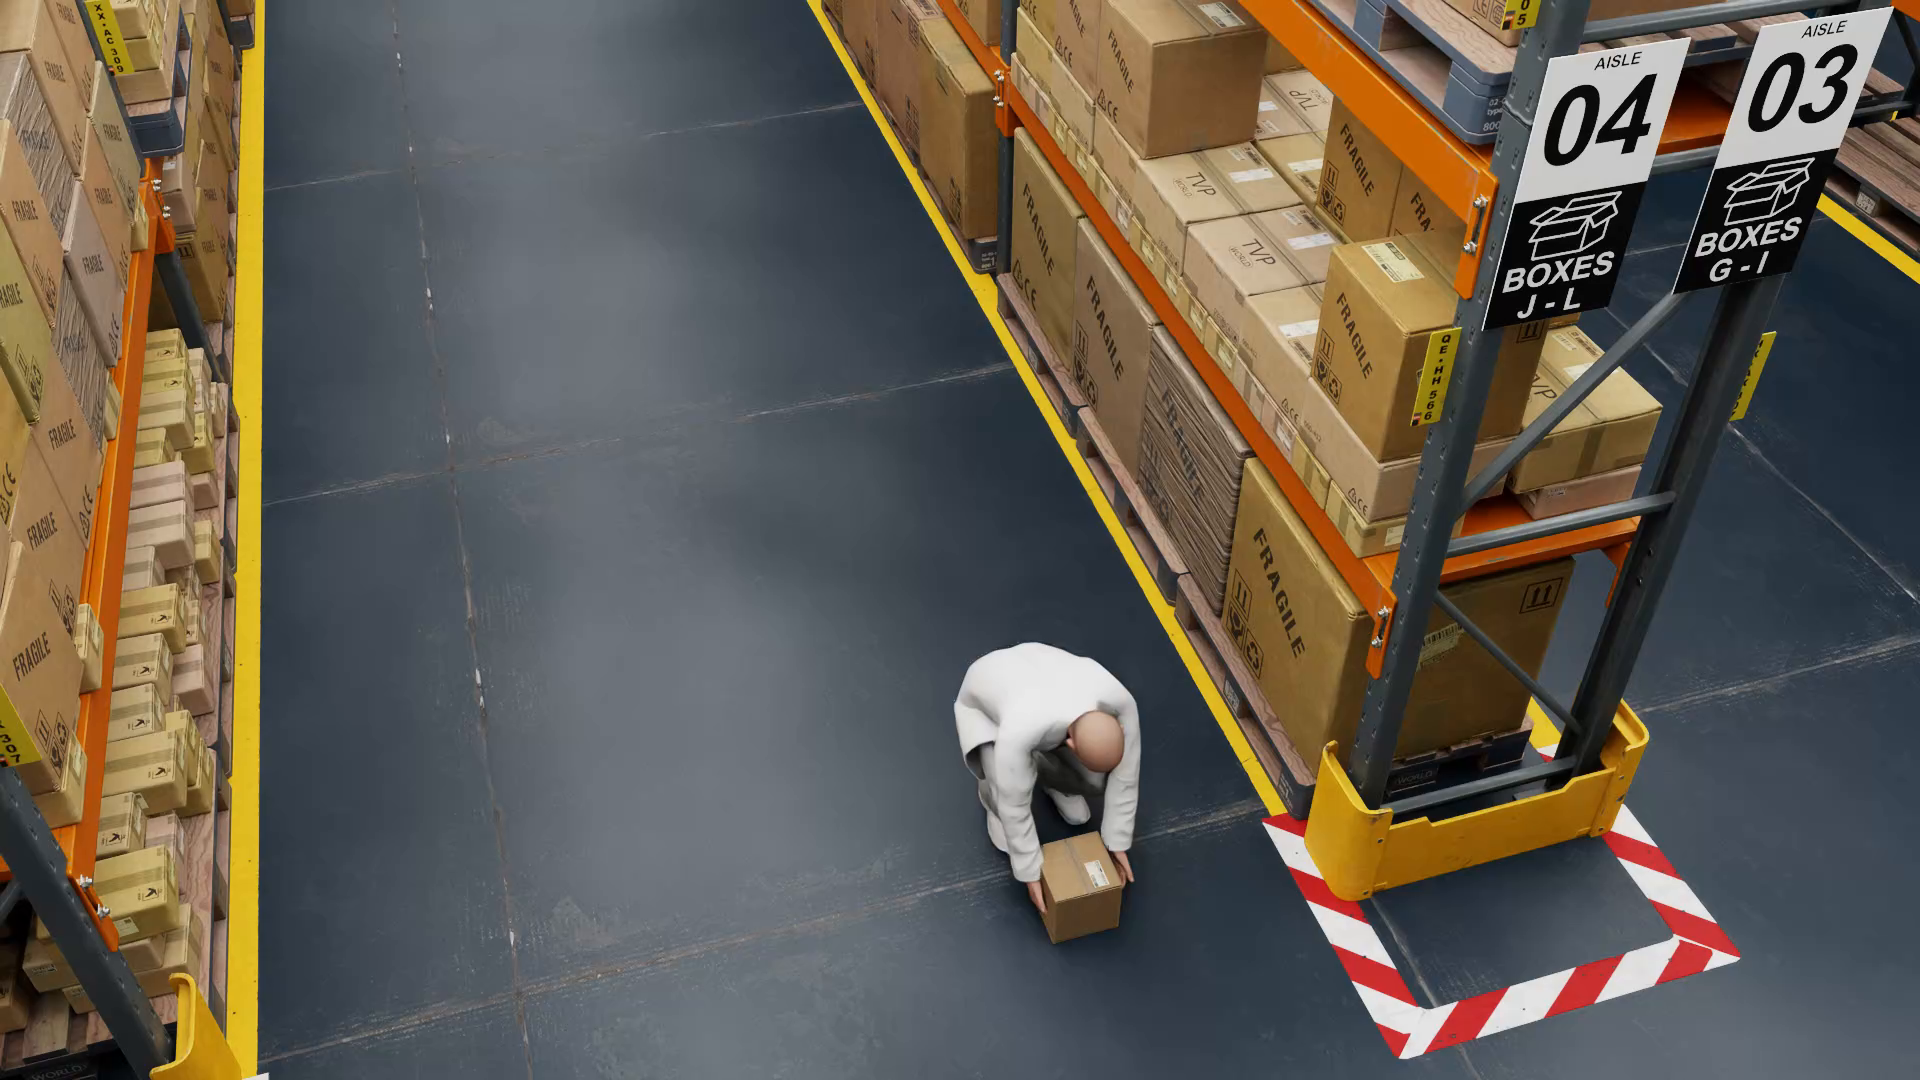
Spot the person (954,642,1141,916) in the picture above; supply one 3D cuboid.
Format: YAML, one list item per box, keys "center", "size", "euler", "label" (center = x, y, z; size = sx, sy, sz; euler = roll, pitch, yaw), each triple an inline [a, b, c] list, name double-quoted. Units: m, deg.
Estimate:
- center: [0.314, 0.750, 5.977]
  size: [0.603, 0.918, 0.906]
  euler: [-13, 43, -14]
  label: "person"
